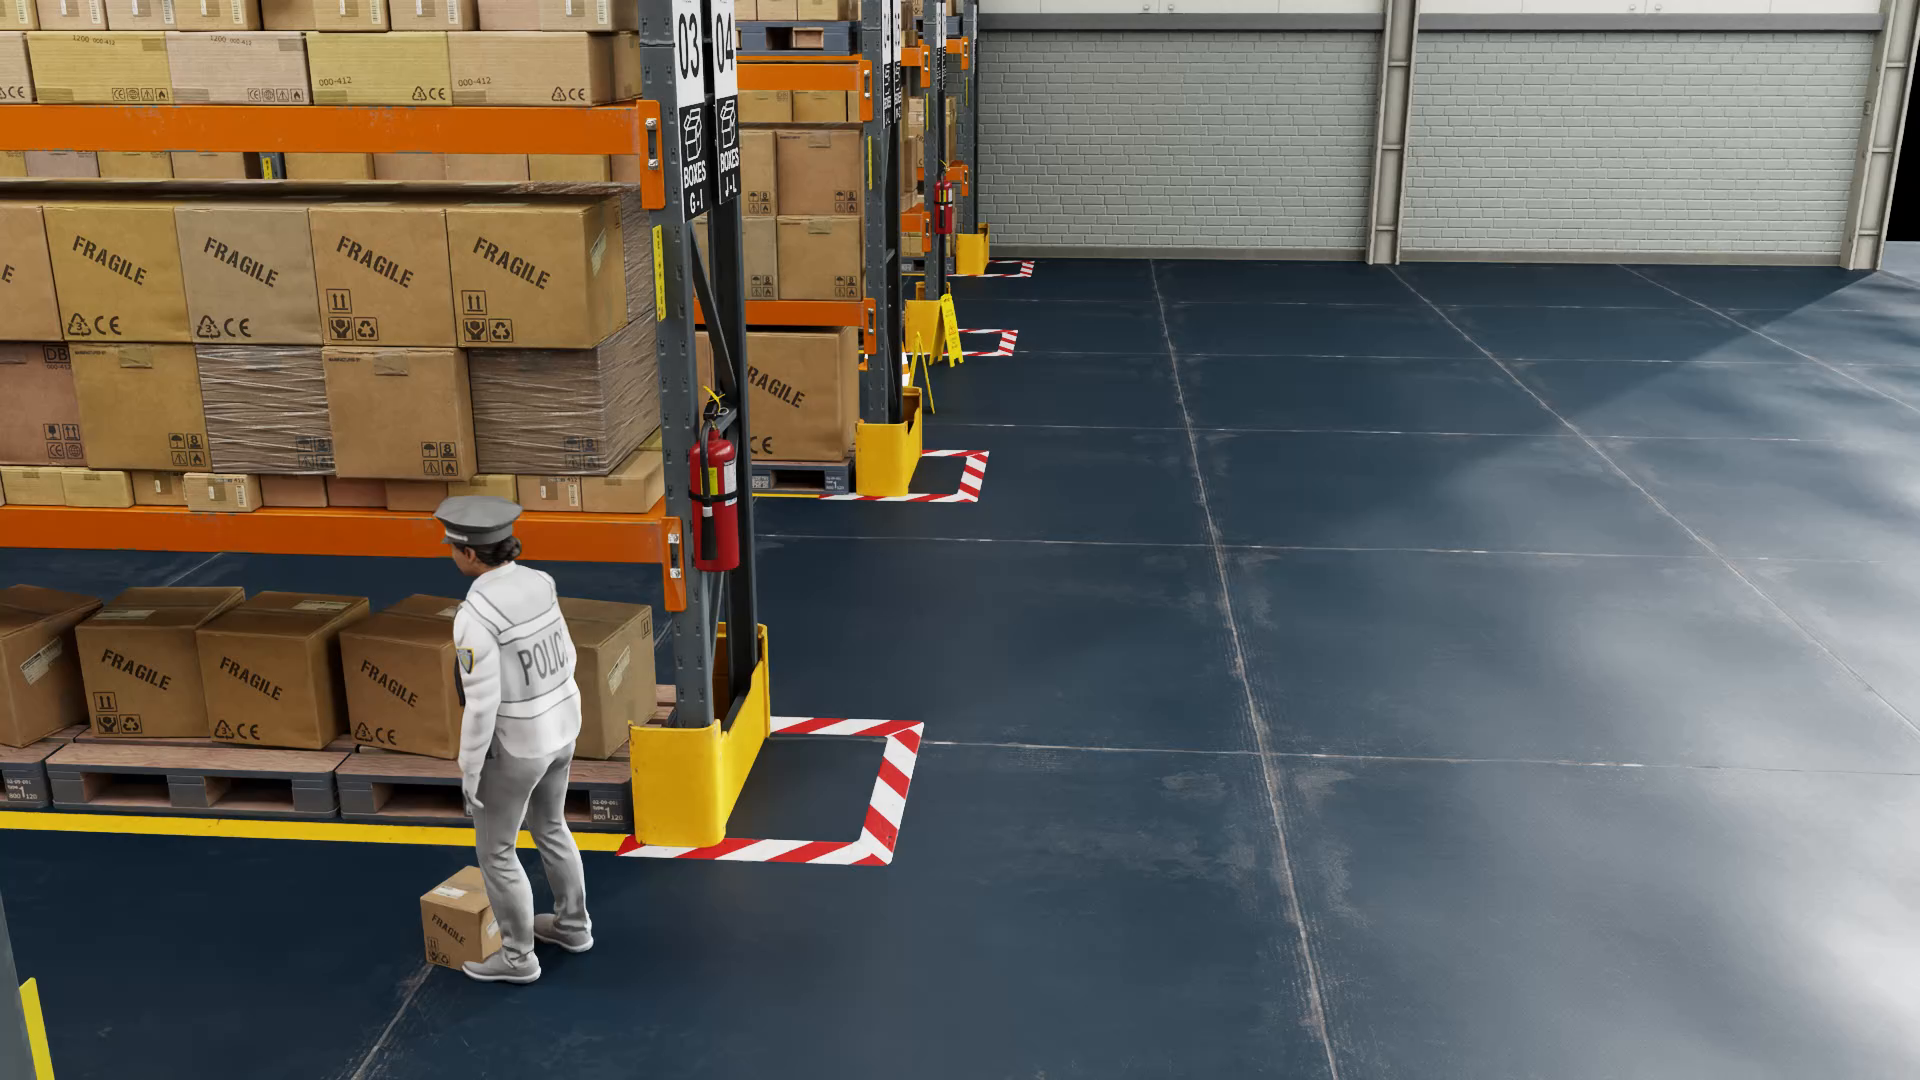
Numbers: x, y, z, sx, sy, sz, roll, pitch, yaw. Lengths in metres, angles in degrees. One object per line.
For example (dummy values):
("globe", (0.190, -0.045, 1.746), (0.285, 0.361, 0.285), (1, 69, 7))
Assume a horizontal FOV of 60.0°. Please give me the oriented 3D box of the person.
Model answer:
("person", (-1.469, 0.670, 5.438), (0.415, 1.661, 0.541), (7, 19, 21))
